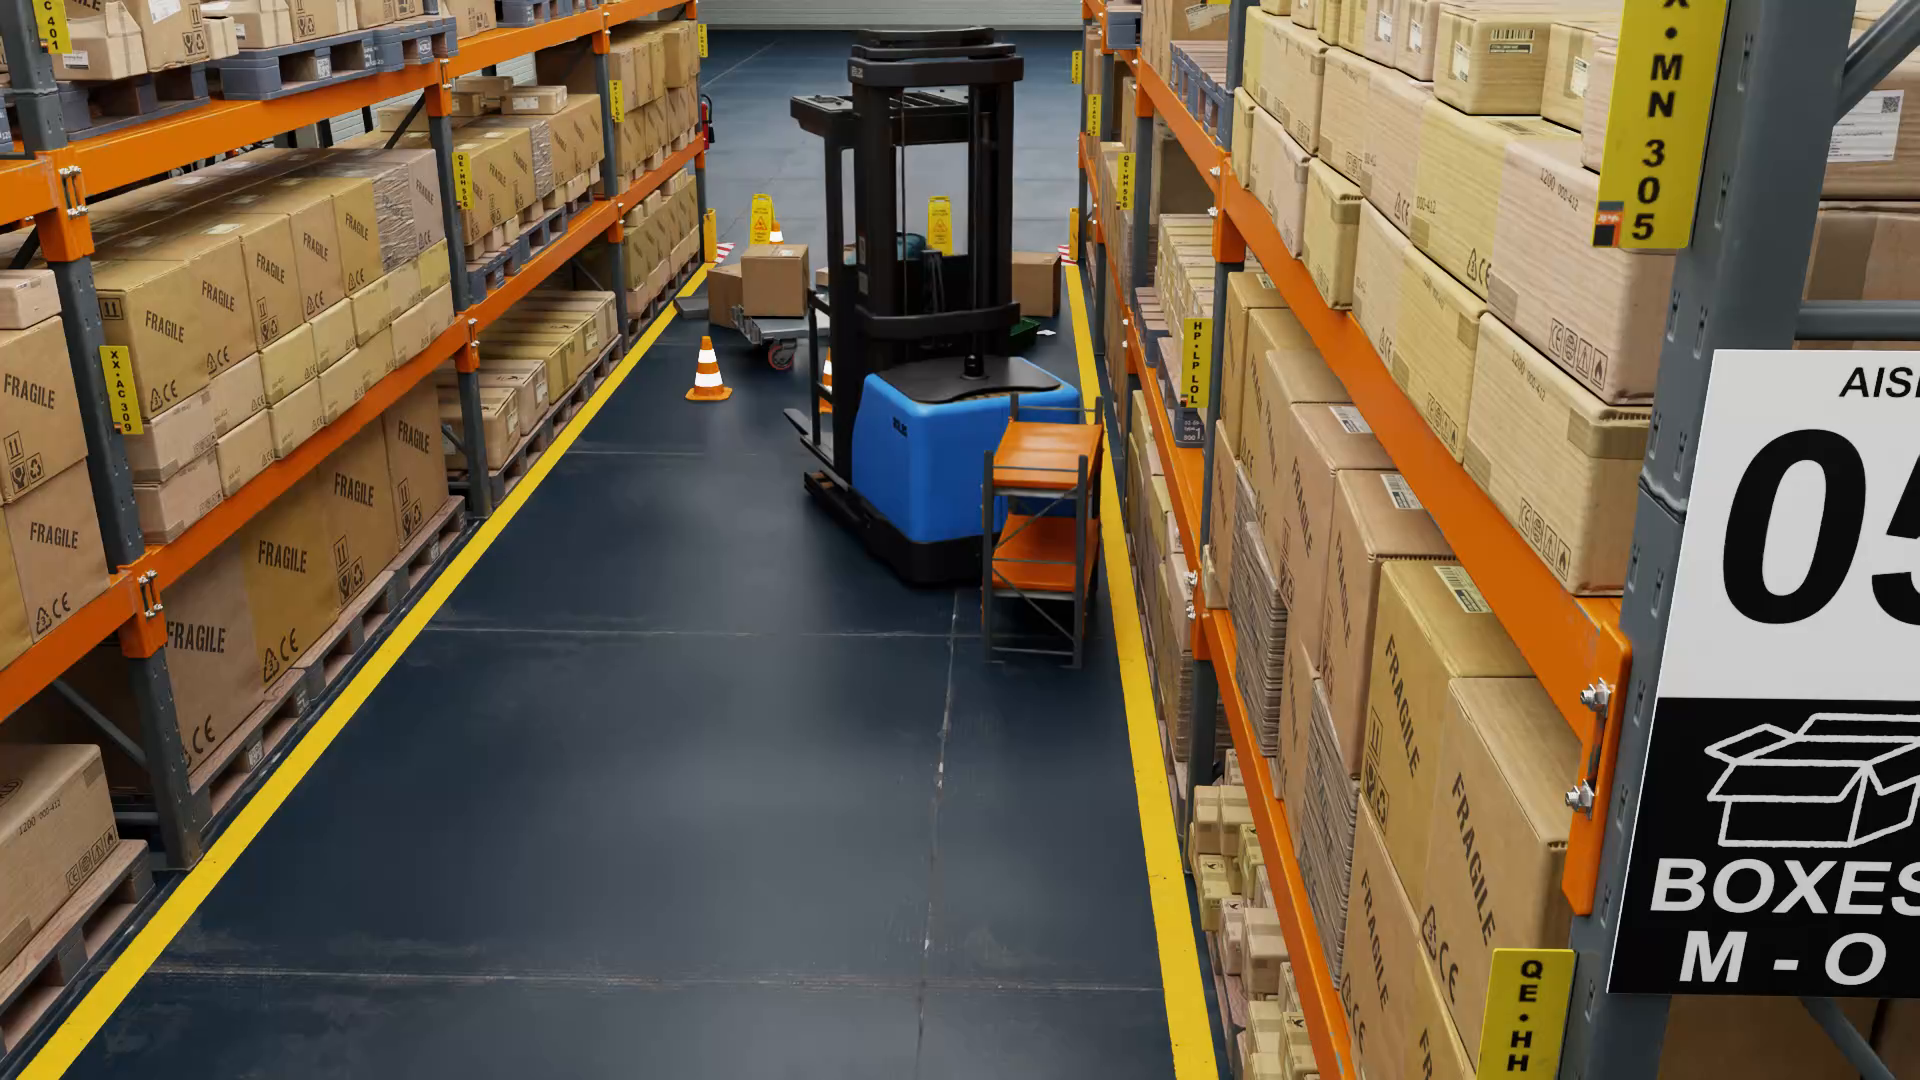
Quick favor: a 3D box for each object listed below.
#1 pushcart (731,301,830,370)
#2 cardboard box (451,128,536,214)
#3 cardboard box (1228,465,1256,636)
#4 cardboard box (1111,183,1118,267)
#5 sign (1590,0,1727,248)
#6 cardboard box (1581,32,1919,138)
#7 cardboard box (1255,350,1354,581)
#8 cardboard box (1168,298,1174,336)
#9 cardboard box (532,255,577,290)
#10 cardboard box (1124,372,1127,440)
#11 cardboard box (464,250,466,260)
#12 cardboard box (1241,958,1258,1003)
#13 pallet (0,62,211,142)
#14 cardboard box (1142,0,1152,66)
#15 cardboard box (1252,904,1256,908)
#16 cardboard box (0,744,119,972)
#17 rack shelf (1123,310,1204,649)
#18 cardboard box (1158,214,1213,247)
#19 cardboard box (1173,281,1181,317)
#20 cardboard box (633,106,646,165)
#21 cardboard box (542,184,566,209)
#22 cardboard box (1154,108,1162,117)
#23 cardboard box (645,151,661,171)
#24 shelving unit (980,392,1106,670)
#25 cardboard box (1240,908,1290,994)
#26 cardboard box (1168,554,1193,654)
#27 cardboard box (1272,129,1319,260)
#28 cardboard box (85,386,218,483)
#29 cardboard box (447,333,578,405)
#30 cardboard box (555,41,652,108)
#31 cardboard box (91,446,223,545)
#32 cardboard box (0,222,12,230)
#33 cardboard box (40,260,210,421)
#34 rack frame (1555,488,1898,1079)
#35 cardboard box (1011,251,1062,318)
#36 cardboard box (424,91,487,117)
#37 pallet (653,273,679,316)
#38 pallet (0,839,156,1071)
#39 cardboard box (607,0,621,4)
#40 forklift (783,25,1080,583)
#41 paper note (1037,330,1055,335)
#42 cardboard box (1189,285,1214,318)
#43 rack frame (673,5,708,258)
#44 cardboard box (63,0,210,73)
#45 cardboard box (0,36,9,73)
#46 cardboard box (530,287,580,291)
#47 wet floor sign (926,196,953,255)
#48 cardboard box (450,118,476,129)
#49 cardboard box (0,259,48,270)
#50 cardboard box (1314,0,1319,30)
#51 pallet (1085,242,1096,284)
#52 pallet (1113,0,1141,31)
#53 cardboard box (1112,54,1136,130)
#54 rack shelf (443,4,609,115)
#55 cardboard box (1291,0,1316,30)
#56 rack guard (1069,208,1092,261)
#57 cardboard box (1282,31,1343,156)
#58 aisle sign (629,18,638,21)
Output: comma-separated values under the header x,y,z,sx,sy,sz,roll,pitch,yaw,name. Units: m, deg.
x,y,z,sx,sy,sz,roll,pitch,yaw,name
-1.034,-1.763,14.052,1.648,0.377,0.936,-7,22,-17,pushcart
-3.173,-2.468,11.114,0.500,0.500,0.500,1,21,3,cardboard box
1.118,0.088,5.107,0.500,0.500,0.500,1,21,2,cardboard box
1.292,-2.102,11.162,0.500,0.500,0.500,0,21,1,cardboard box
0.717,-0.461,1.699,0.100,0.325,0.005,1,21,2,sign
1.072,-0.595,2.235,0.380,0.149,0.250,1,21,2,cardboard box
1.089,-0.204,4.476,0.500,0.500,0.500,1,21,3,cardboard box
1.276,-1.155,8.627,0.380,0.149,0.250,2,21,4,cardboard box
-3.565,-2.473,14.440,0.500,0.500,0.500,0,21,1,cardboard box
1.623,-0.895,10.718,1.050,0.750,0.750,0,21,1,cardboard box
-3.241,-1.741,10.135,0.380,0.149,0.250,-1,21,-1,cardboard box
1.139,1.458,5.485,0.380,0.149,0.250,0,21,1,cardboard box
-3.579,-1.741,6.488,0.805,0.209,1.217,0,21,-1,pallet
1.231,-2.770,8.736,0.500,0.500,0.500,1,21,2,cardboard box
1.162,1.318,5.434,0.380,0.149,0.250,0,21,-1,cardboard box
-3.684,1.124,5.946,0.875,0.438,0.875,0,21,1,cardboard box
1.454,-0.470,8.088,1.077,0.370,4.000,1,21,2,rack shelf
1.307,-1.718,9.254,0.380,0.149,0.250,1,21,2,cardboard box
1.272,-1.197,8.324,0.380,0.149,0.250,1,21,2,cardboard box
-3.031,-3.516,14.394,0.500,0.500,0.500,1,21,1,cardboard box
-3.100,-2.514,12.127,0.380,0.149,0.250,1,21,2,cardboard box
1.566,-2.572,10.990,0.700,0.500,0.500,0,21,1,cardboard box
-2.936,-3.448,15.117,0.380,0.149,0.250,1,21,2,cardboard box
0.442,-0.073,8.663,0.538,1.125,1.048,3,21,8,shelving unit
1.075,1.273,5.141,0.380,0.149,0.250,1,21,3,cardboard box
1.163,0.266,7.036,0.500,0.250,0.500,0,21,0,cardboard box
1.073,-0.877,4.203,0.500,0.250,0.500,2,21,4,cardboard box
-3.263,-0.419,6.479,0.500,0.250,0.500,0,21,0,cardboard box
-3.366,-1.262,12.188,0.950,0.372,0.625,1,21,3,cardboard box
-3.047,-3.985,14.222,0.700,0.500,0.500,1,21,2,cardboard box
-3.281,-0.186,6.570,0.500,0.250,0.500,0,21,0,cardboard box
-8.454,-2.606,14.437,0.500,0.250,0.500,1,21,3,cardboard box
-3.257,-0.769,6.343,0.500,0.500,0.500,1,21,2,cardboard box
1.271,1.364,2.367,1.000,3.000,0.127,1,21,2,rack frame
0.658,-2.383,15.476,0.500,0.500,0.500,4,22,11,cardboard box
-3.613,-3.116,11.887,0.380,0.149,0.250,2,21,5,cardboard box
-3.295,-2.378,15.866,1.003,0.211,1.213,1,21,2,pallet
-3.659,1.474,5.939,1.003,0.211,1.213,1,21,2,pallet
-2.994,-4.478,13.624,0.380,0.149,0.250,1,21,2,cardboard box
-0.355,-1.625,10.165,1.130,2.935,3.031,-9,23,-21,forklift
0.752,-1.844,14.738,0.147,0.020,0.142,-16,26,-35,paper note
1.250,-1.057,7.550,0.380,0.149,0.250,0,21,-1,cardboard box
-3.193,-4.439,17.323,1.000,3.000,0.127,1,21,2,rack frame
-3.241,-2.056,6.317,0.500,0.500,0.500,0,21,1,cardboard box
-3.741,-1.974,6.365,0.500,0.311,0.500,1,21,2,cardboard box
-3.565,-2.123,14.575,0.500,0.250,0.500,2,21,4,cardboard box
-0.220,-3.356,17.785,0.267,0.644,0.232,-3,21,-8,wet floor sign
-3.664,-2.662,11.613,0.500,0.500,0.500,0,21,-1,cardboard box
-3.795,-0.777,6.365,0.500,0.500,0.500,1,21,3,cardboard box
1.108,-1.351,4.182,0.380,0.149,0.250,0,21,0,cardboard box
1.812,-2.831,17.034,1.003,0.211,1.213,1,21,2,pallet
1.512,-3.477,10.957,1.003,0.211,1.213,2,21,4,pallet
1.682,-3.681,13.669,0.875,0.550,0.550,1,21,2,cardboard box
-3.375,-3.333,11.319,1.077,0.370,4.000,1,21,2,rack shelf
1.096,-1.444,4.423,0.380,0.149,0.250,0,21,0,cardboard box
1.759,-3.264,17.751,1.175,0.500,0.348,1,21,2,rack guard
1.089,-1.111,4.114,0.500,0.250,0.500,1,21,3,cardboard box
-3.501,-5.677,16.919,0.394,0.787,0.004,1,21,2,aisle sign
